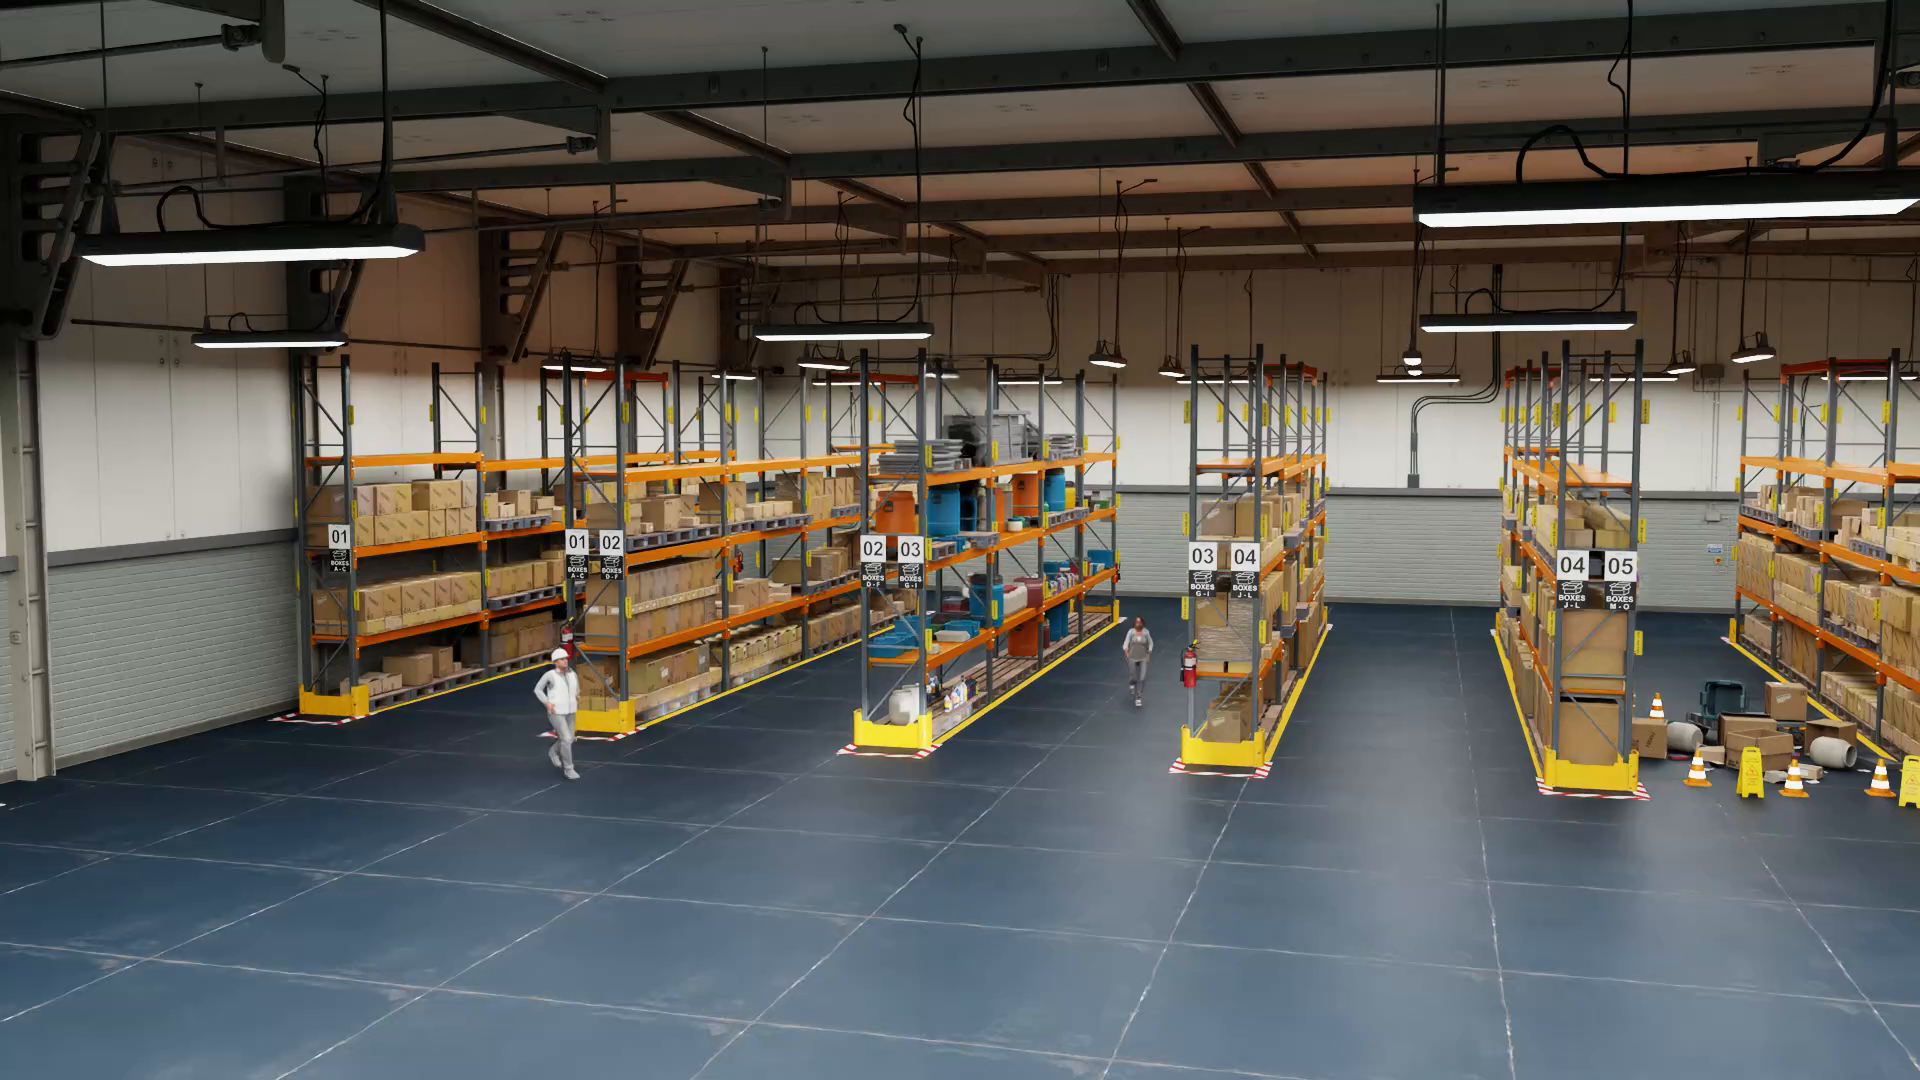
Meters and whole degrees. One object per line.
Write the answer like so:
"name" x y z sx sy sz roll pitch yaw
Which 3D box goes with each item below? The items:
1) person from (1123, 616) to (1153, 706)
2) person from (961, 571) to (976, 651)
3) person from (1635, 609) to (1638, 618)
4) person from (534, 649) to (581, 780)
"person" 3.090 2.074 28.837 0.522 1.554 0.598 0 4 1
"person" 0.274 1.495 35.776 0.600 1.685 0.915 2 5 21
"person" 15.454 1.259 38.651 0.658 1.717 0.721 1 4 10
"person" -5.539 2.392 23.084 0.779 1.775 0.665 4 6 40
